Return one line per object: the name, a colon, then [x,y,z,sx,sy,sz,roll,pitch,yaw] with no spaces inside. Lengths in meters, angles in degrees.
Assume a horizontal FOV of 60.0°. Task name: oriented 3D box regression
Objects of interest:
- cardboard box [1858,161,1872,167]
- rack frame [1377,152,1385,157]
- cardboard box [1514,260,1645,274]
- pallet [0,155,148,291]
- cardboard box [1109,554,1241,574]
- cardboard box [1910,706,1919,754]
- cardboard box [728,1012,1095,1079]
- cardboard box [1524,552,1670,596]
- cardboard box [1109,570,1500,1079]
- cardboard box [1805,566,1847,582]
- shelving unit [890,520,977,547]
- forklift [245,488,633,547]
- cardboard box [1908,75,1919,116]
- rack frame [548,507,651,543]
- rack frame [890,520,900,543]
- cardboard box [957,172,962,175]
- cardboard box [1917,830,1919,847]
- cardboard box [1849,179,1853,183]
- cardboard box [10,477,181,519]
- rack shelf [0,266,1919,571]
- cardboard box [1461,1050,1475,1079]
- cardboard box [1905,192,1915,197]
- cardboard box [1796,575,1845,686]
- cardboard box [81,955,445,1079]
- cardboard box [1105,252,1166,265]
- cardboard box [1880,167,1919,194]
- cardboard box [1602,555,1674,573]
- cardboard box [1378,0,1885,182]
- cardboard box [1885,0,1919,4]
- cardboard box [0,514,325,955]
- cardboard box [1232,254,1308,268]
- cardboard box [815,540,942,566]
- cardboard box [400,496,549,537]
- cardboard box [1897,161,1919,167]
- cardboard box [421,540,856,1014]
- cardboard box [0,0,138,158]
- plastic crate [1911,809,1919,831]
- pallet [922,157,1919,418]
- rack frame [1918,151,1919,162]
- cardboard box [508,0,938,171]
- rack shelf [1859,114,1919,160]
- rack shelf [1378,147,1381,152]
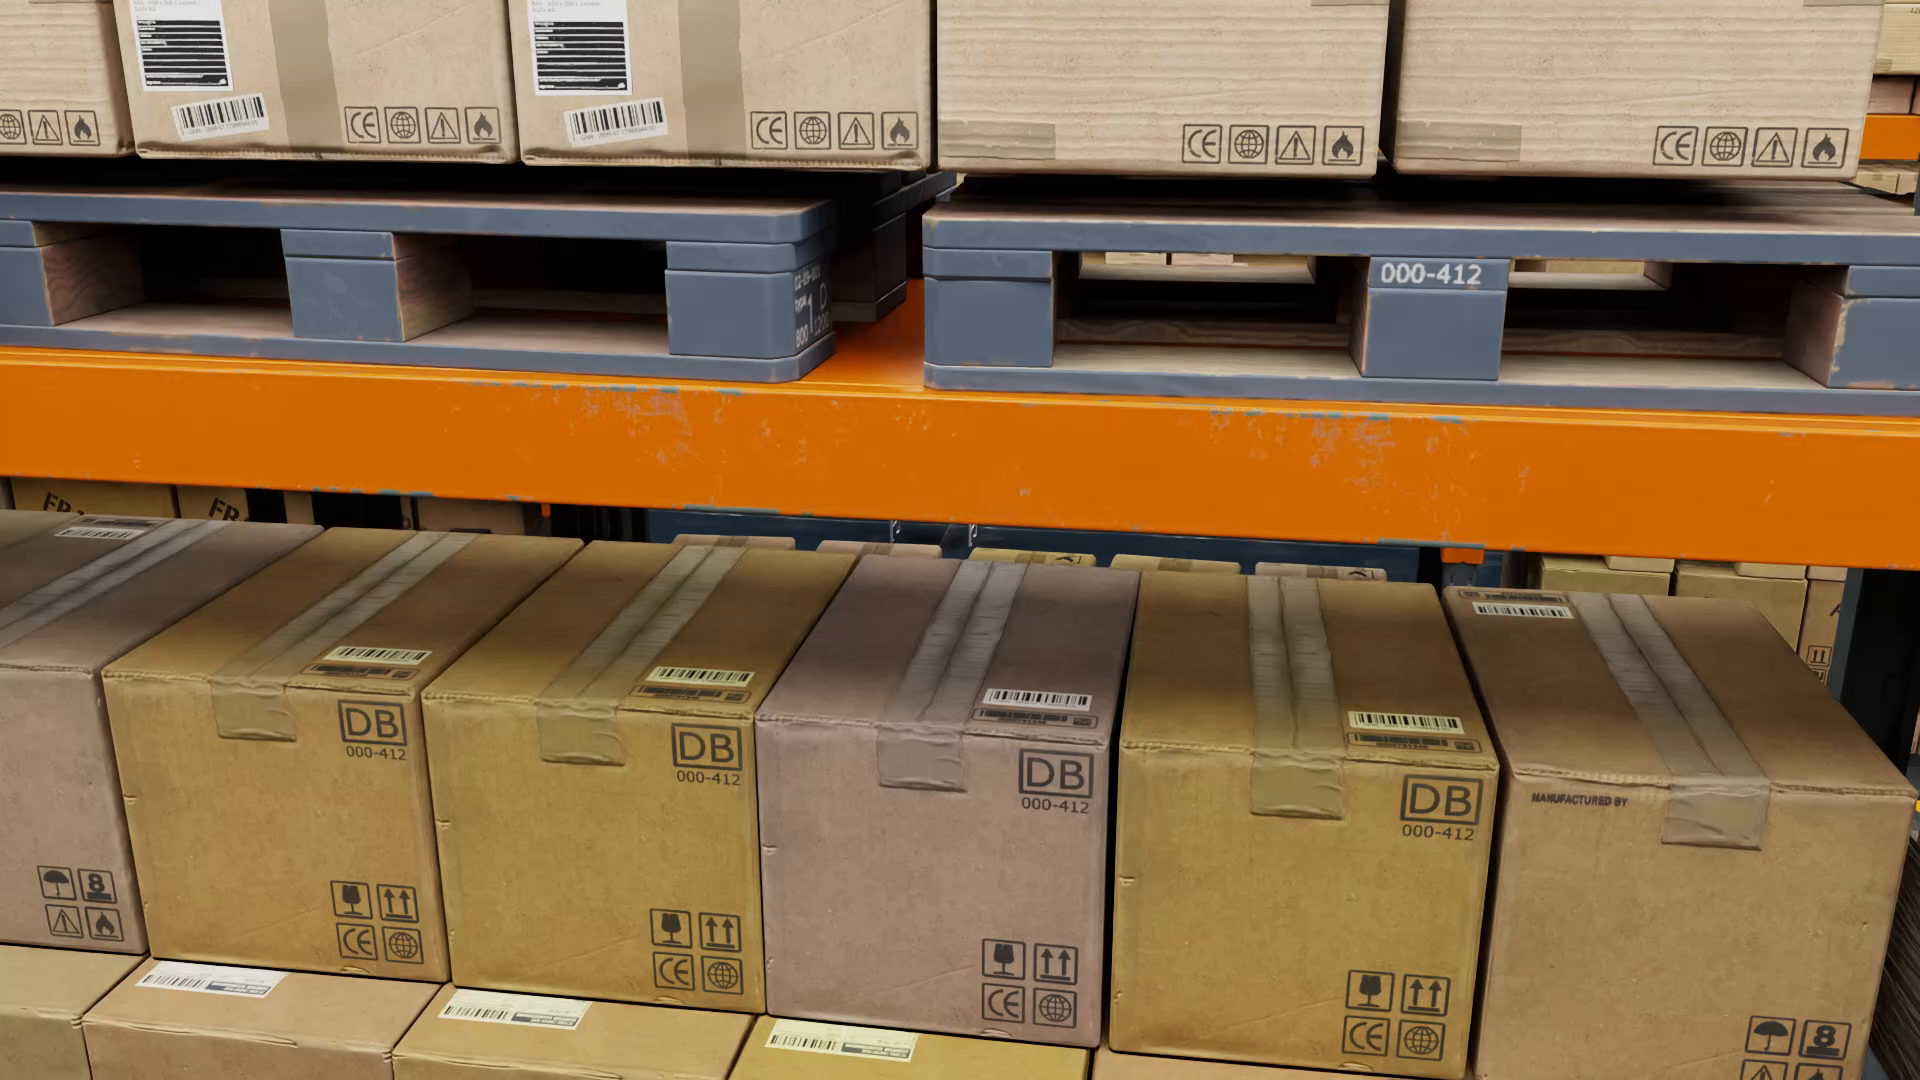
cardboard box: [6.117,-2.544,11.532,0.250,0.149,0.380,3,19,10]
rack frame: [2.981,-2.133,11.951,0.127,3.000,1.000,3,19,9]
cardboard box: [2.597,-1.151,6.812,0.500,0.500,0.700,3,19,8]
pallet: [-1.793,-0.541,2.762,1.003,0.211,1.213,4,19,11]
cardboard box: [0.969,0.408,7.835,0.625,0.372,0.950,4,19,12]
cardboard box: [3.790,0.690,7.184,0.500,0.250,0.500,3,19,8]
cardboard box: [-0.044,0.937,2.617,0.500,0.500,0.500,3,19,9]
cardboard box: [2.737,0.285,7.212,0.500,0.500,0.500,4,19,11]
cardboard box: [0.513,0.408,2.623,0.500,0.500,0.700,3,19,8]
cardboard box: [3.625,0.041,6.921,0.250,0.149,0.380,4,19,12]
shelving unit: [-0.163,-0.577,10.138,0.503,1.200,0.258,3,19,9]
forklift: [-1.506,0.342,4.661,1.130,2.935,3.031,1,19,2]
cardboard box: [3.725,-1.696,6.314,0.250,0.149,0.380,3,19,8]
rack frame: [-1.752,-0.779,7.905,0.127,3.000,1.000,3,19,9]
rack frame: [-0.404,-0.590,10.174,0.015,1.200,0.240,3,19,9]
cardboard box: [-0.093,-2.726,12.544,0.250,0.149,0.380,3,19,9]
cardboard box: [1.871,0.424,2.370,0.550,0.550,0.875,3,19,9]
cardboard box: [5.798,-2.423,11.169,0.250,0.149,0.380,3,19,9]
cardboard box: [-4.183,-0.123,8.630,0.875,0.875,0.875,3,19,10]
rack shelf: [-0.463,-0.204,2.592,4.000,0.370,1.077,3,19,9]
cardboard box: [0.954,0.988,2.465,0.500,0.500,0.500,3,19,8]
cardboard box: [4.119,-1.086,6.621,0.500,0.500,0.700,3,19,8]
cardboard box: [3.779,0.335,7.063,0.500,0.500,0.500,4,19,12]
cardboard box: [-1.037,0.887,2.769,0.500,0.500,0.500,3,19,9]
cardboard box: [0.749,-1.263,7.039,0.250,0.149,0.380,2,19,6]
cardboard box: [6.295,-2.383,11.048,0.250,0.149,0.380,3,19,9]
cardboard box: [2.851,0.003,7.034,0.250,0.149,0.380,3,19,9]
cardboard box: [0.789,-0.605,2.075,0.500,0.250,0.500,3,19,9]
cardboard box: [3.485,-2.103,6.273,0.250,0.149,0.380,2,19,7]
cardboard box: [-1.496,0.306,2.929,0.500,0.500,0.700,3,19,8]
cardboard box: [1.215,-0.942,7.101,0.500,0.500,0.500,3,19,9]
cardboard box: [-0.466,0.334,8.057,0.625,0.372,0.950,3,19,8]
cardboard box: [-2.421,-0.032,8.357,0.875,0.875,0.875,3,19,8]
cardboard box: [6.633,-2.512,11.434,0.250,0.149,0.380,3,19,8]
cardboard box: [-0.485,0.357,2.777,0.500,0.500,0.700,3,19,8]
cardboard box: [-1.263,-0.691,2.330,0.500,0.250,0.500,3,19,10]
plastic crate: [3.617,1.142,6.763,0.583,0.080,0.402,-3,19,-10]
pallet: [0.599,-0.385,2.299,1.217,0.209,0.805,2,19,6]
rack frame: [1.512,-1.867,1.701,0.127,3.000,1.000,3,19,9]
cardboard box: [-0.254,-0.668,2.167,0.500,0.311,0.500,2,19,7]
rack shelf: [4.172,-1.559,6.641,4.000,0.370,1.077,3,19,9]
rack shelf: [0.223,-1.760,7.242,4.000,0.370,1.077,3,19,9]
